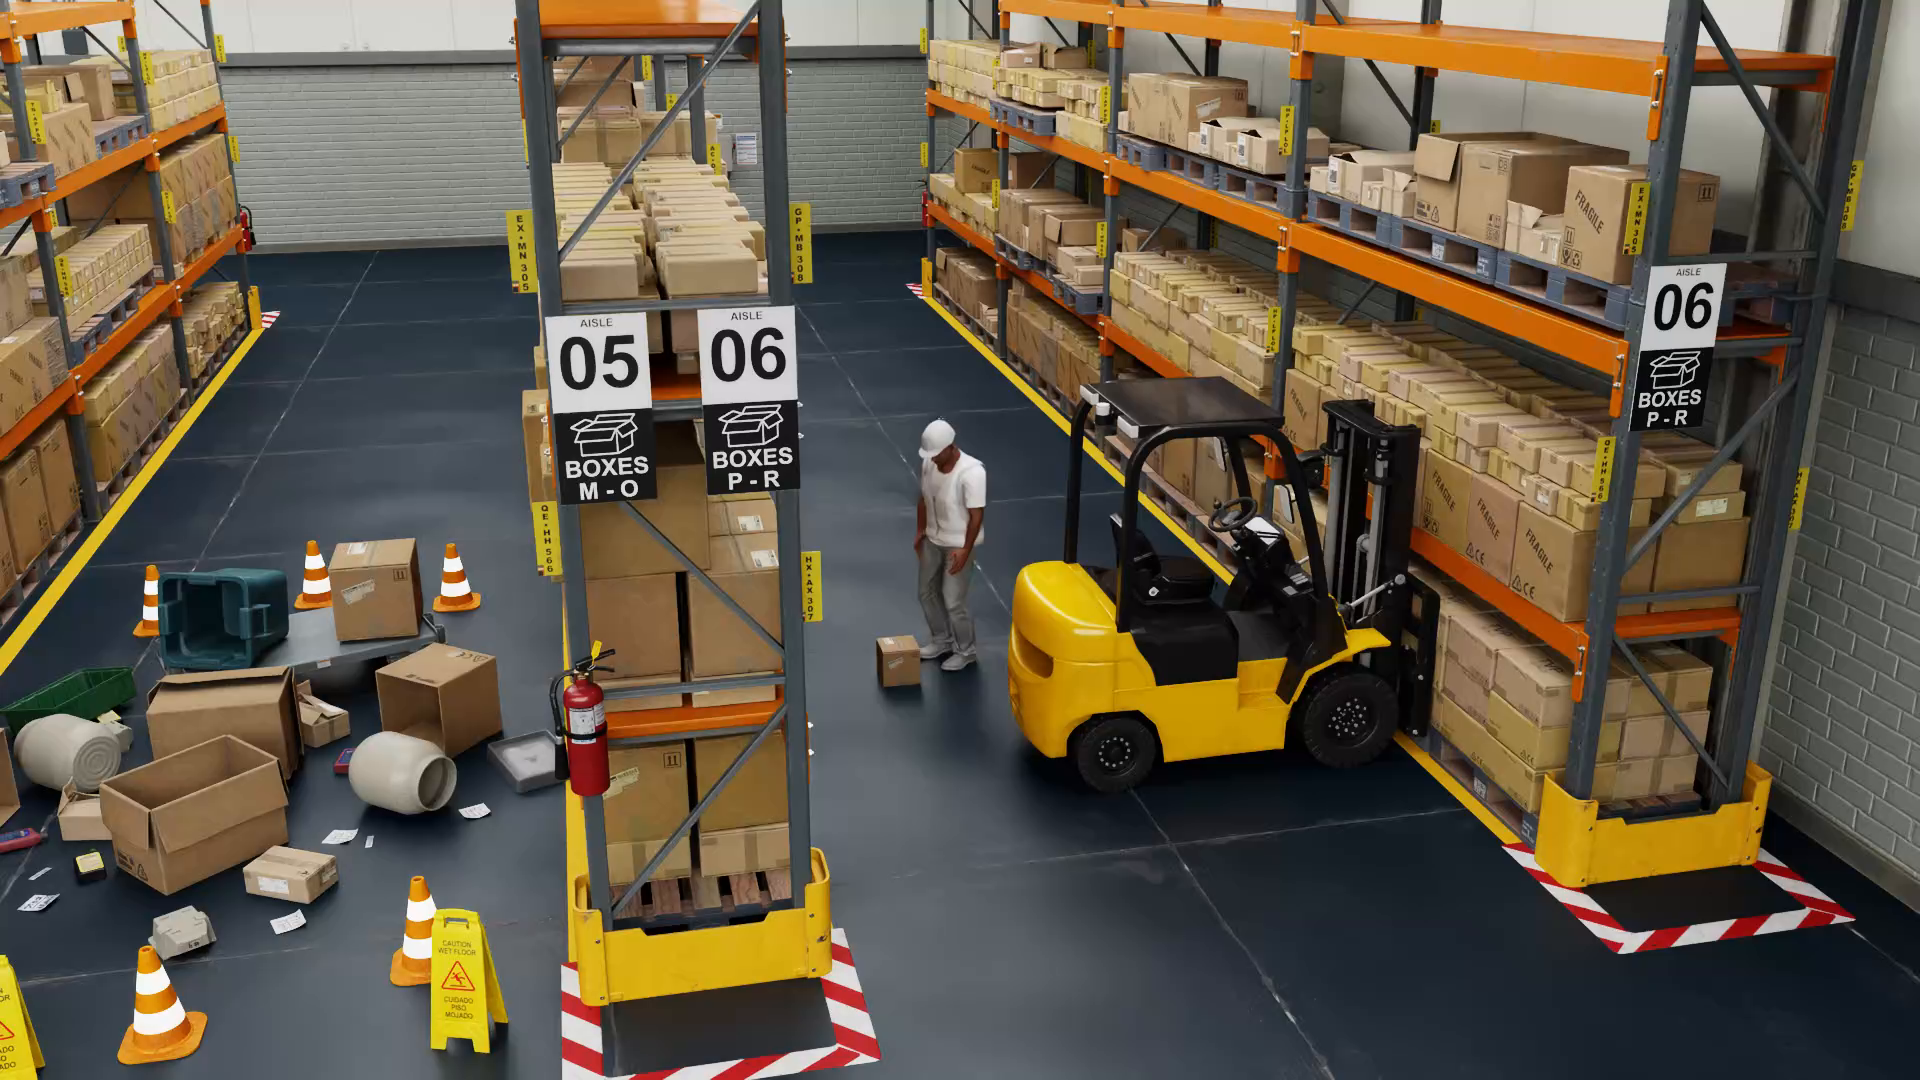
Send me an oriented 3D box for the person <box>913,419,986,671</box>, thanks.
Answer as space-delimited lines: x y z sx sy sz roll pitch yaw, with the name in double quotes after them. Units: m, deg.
-0.076 0.022 11.053 0.453 1.715 0.591 -16 25 -38 "person"
